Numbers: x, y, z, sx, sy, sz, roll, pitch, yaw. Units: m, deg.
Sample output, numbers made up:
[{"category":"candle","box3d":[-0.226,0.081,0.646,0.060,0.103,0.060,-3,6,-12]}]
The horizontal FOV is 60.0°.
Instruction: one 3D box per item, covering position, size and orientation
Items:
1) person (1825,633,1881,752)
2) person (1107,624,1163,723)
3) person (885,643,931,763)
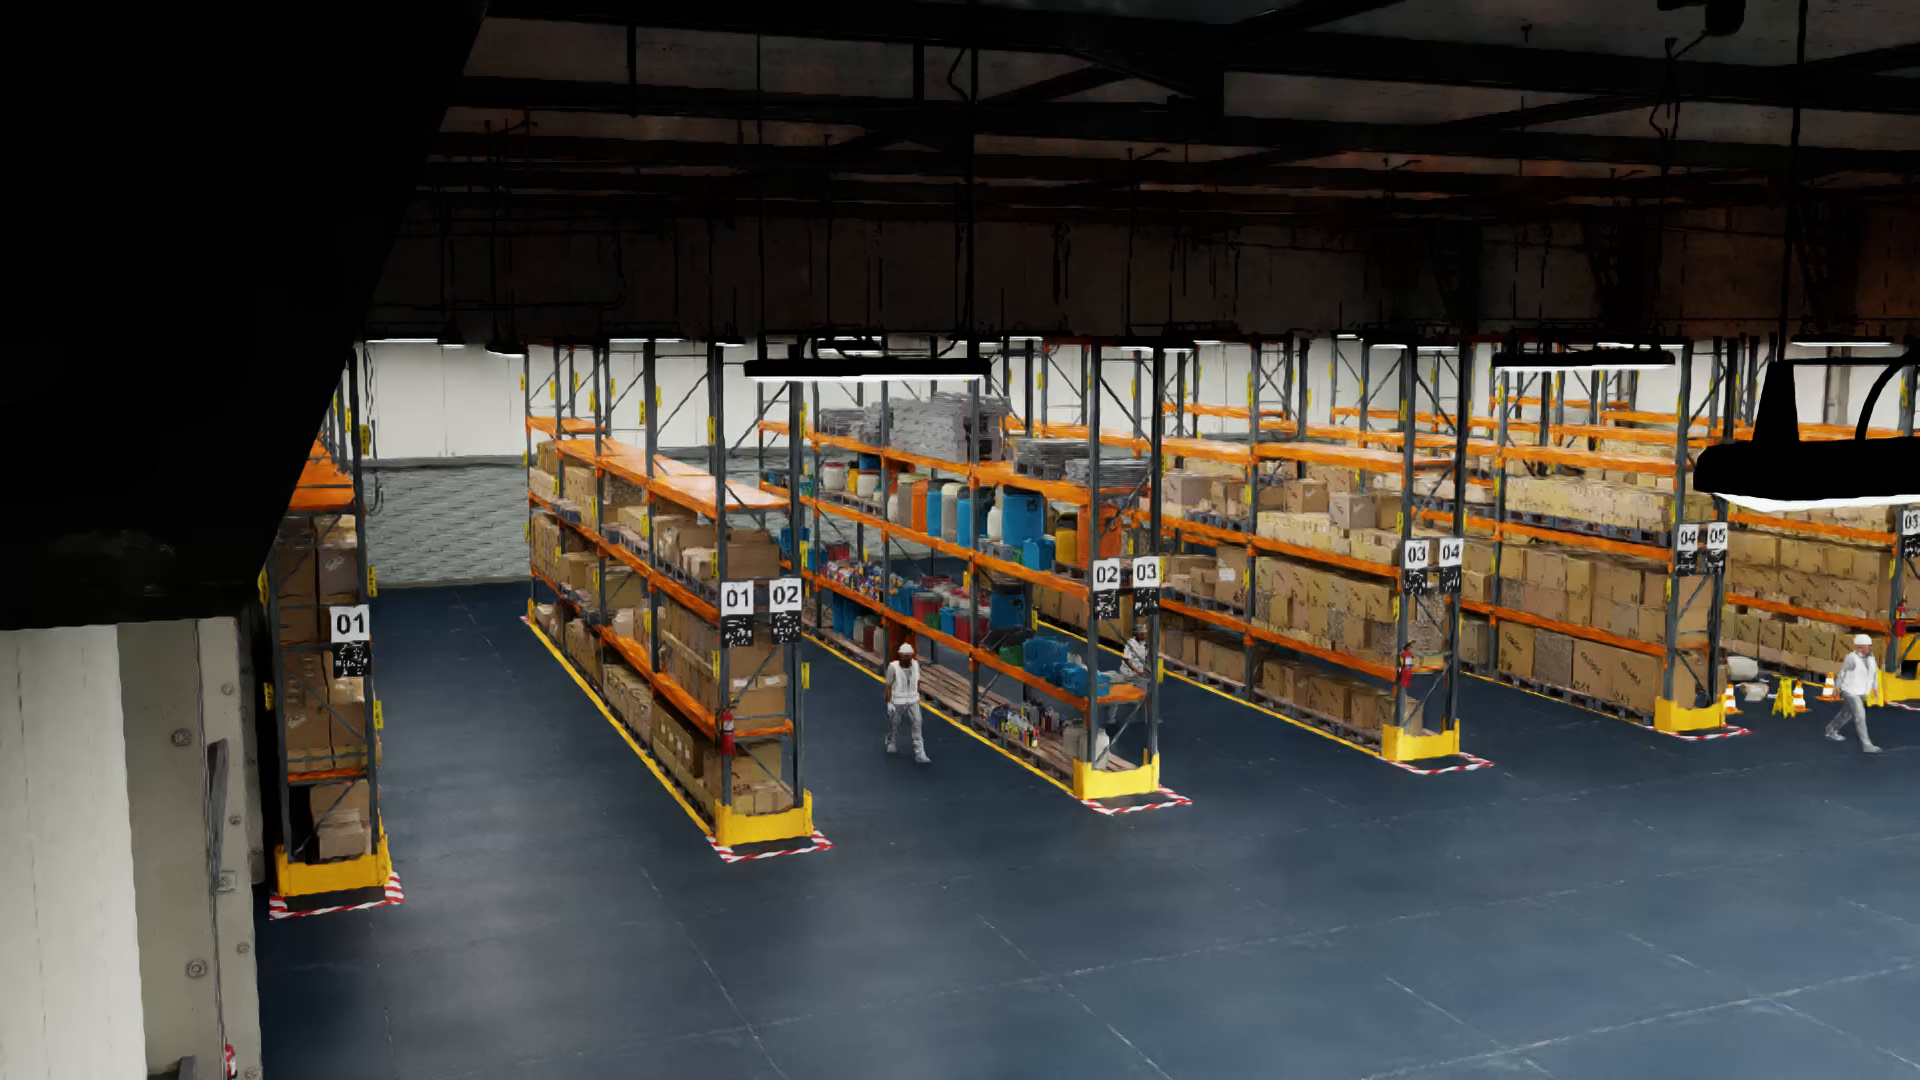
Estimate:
[{"category":"person","box3d":[13.276,2.220,24.571,0.555,1.725,1.029,-3,8,-23]},{"category":"person","box3d":[2.711,2.083,26.017,0.626,1.599,0.809,-6,10,-40]},{"category":"person","box3d":[-0.795,2.307,23.872,0.566,1.706,1.122,-3,8,-19]}]
